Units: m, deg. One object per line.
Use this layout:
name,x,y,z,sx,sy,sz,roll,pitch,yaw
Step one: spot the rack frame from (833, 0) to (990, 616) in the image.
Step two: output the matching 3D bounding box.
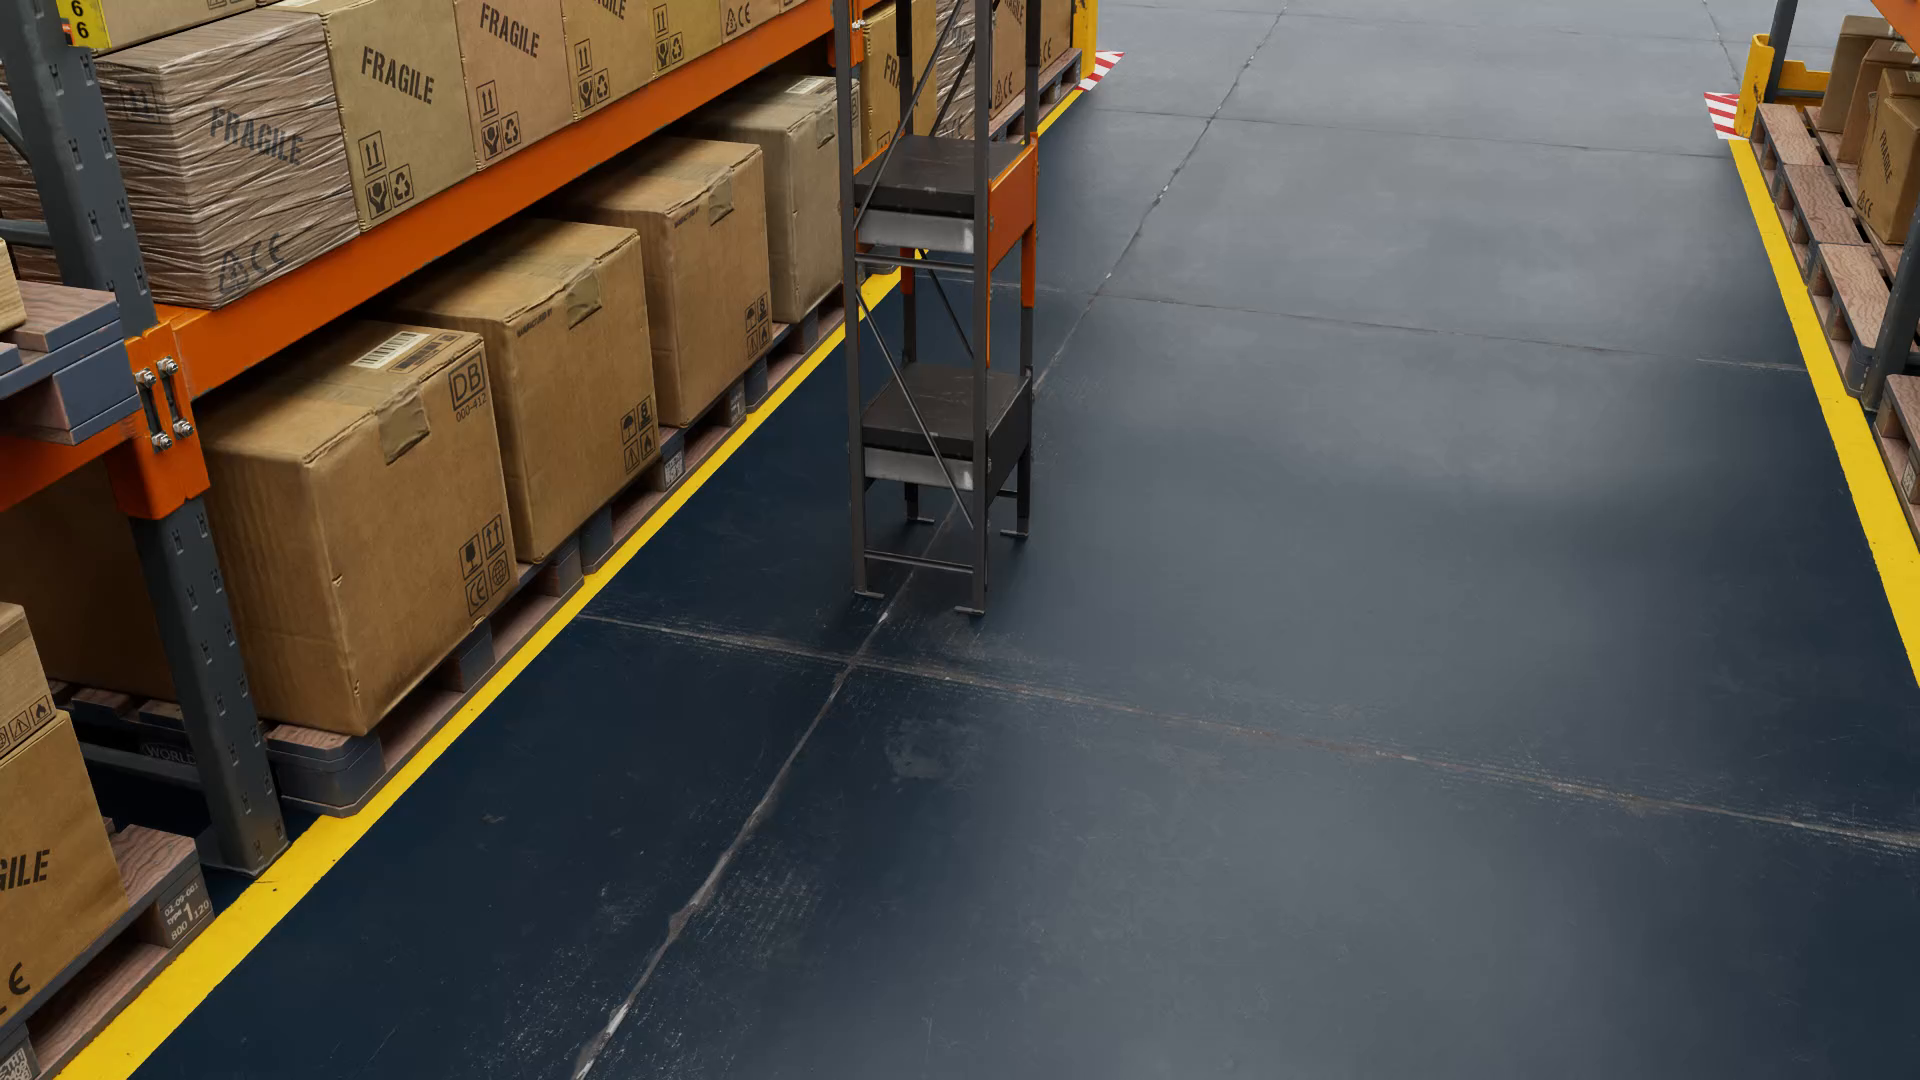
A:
rack frame,-0.120,-0.727,4.397,0.400,2.100,0.015,8,30,15

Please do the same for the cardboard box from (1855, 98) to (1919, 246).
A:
cardboard box,4.228,-1.569,7.124,0.500,0.500,0.500,6,30,10

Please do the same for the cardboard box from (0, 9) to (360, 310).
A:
cardboard box,-1.692,-0.840,3.571,0.500,0.500,0.500,9,30,15

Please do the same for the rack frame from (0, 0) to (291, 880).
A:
rack frame,-2.082,-0.626,3.290,1.000,3.000,0.127,8,30,15

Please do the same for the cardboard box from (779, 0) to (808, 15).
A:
cardboard box,-0.805,-2.248,6.103,0.500,0.500,0.500,8,30,15

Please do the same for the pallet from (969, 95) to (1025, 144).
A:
pallet,-0.254,-2.177,8.947,1.003,0.211,1.213,8,30,15

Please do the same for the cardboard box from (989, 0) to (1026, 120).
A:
cardboard box,-0.126,-2.865,9.069,0.875,0.875,0.875,8,30,14

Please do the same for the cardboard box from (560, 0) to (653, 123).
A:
cardboard box,-1.249,-1.542,4.834,0.500,0.500,0.500,8,30,14

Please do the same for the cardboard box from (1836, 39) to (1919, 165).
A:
cardboard box,4.636,-2.110,8.096,0.500,0.500,0.500,17,33,28

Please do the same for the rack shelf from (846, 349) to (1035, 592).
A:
rack shelf,-0.049,-0.217,4.948,0.431,0.518,0.480,8,30,15

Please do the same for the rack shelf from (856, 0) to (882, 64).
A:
rack shelf,-0.321,-3.100,8.477,1.077,0.370,4.000,8,30,15

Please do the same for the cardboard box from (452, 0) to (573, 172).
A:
cardboard box,-1.397,-1.311,4.418,0.500,0.500,0.500,8,30,15

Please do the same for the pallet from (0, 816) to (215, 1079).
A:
pallet,-2.313,0.955,3.315,1.003,0.211,1.213,8,30,15

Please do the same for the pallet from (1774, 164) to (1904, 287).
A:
pallet,4.324,-1.398,7.545,1.003,0.211,1.213,8,30,15

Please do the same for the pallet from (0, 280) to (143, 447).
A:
pallet,-2.189,-0.196,2.714,1.213,0.211,1.003,8,30,15

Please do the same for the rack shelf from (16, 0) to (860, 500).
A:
rack shelf,-1.495,-1.241,5.136,1.077,0.370,4.000,8,30,15

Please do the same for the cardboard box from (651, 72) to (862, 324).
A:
cardboard box,-1.004,-1.384,6.535,1.050,0.750,0.750,8,30,15

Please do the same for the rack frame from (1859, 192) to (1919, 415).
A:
rack frame,3.804,-1.730,5.275,1.000,3.000,0.127,8,30,15

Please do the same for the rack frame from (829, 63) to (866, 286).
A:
rack frame,-0.908,-2.485,6.632,1.000,3.000,0.127,8,30,15

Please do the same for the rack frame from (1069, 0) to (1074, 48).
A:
rack frame,0.266,-4.344,9.973,1.000,3.000,0.127,8,30,15

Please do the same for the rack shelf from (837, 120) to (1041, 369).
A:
rack shelf,-0.049,-0.829,4.608,0.431,0.518,0.480,8,30,15

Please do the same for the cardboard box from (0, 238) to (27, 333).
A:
cardboard box,-1.787,-0.405,2.719,0.380,0.149,0.250,9,30,16

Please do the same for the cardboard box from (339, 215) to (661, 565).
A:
cardboard box,-1.564,-0.503,4.952,1.050,0.750,0.750,9,30,16

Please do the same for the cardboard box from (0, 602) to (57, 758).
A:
cardboard box,-2.032,0.310,2.975,0.500,0.250,0.500,8,30,14

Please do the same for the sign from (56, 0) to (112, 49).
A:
sign,-1.560,-1.024,2.896,0.100,0.325,0.005,8,30,15

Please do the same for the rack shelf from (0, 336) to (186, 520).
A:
rack shelf,-2.669,0.618,1.794,1.077,0.370,4.000,8,30,15

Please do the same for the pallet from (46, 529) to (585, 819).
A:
pallet,-1.778,0.237,4.607,1.003,0.211,1.213,8,30,15

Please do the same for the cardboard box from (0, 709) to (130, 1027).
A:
cardboard box,-2.025,0.626,3.179,0.500,0.500,0.500,8,30,15

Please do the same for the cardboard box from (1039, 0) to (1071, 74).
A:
cardboard box,0.130,-3.274,9.804,0.875,0.875,0.875,9,30,15

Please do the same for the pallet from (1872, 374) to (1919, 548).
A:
pallet,3.577,-0.150,5.302,1.003,0.211,1.213,8,30,15

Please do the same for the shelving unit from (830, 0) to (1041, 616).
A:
shelving unit,-0.049,-0.841,4.601,0.431,2.100,0.503,8,30,15

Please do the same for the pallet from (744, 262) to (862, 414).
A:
pallet,-1.062,-0.897,6.646,1.003,0.211,1.213,8,30,15

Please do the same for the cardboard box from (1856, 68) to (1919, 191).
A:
cardboard box,4.434,-1.822,7.578,0.500,0.500,0.500,11,31,20

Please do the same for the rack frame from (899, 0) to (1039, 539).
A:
rack frame,0.023,-0.954,4.805,0.400,2.100,0.015,8,30,15

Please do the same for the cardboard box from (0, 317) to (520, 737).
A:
cardboard box,-1.817,-0.097,4.220,1.050,0.750,0.750,8,30,14

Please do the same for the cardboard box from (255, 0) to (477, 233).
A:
cardboard box,-1.546,-1.077,3.997,0.500,0.500,0.500,8,30,14

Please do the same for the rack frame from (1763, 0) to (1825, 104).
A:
rack frame,4.978,-3.589,8.616,1.000,3.000,0.127,8,30,15

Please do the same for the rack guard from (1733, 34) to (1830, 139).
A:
rack guard,4.956,-2.462,9.161,1.175,0.500,0.348,8,30,15

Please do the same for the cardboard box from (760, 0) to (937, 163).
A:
cardboard box,-0.656,-2.022,7.553,0.875,0.875,0.875,9,30,16

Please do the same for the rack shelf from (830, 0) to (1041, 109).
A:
rack shelf,-0.049,-1.440,4.268,0.431,0.518,0.480,8,30,15

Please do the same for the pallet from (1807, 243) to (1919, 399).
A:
pallet,3.967,-0.829,6.523,1.003,0.211,1.213,8,30,15

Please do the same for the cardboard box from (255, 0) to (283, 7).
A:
cardboard box,-1.793,-1.549,3.818,0.700,0.500,0.500,8,30,14

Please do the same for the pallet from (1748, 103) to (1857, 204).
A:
pallet,4.684,-1.963,8.561,1.003,0.211,1.213,8,30,15

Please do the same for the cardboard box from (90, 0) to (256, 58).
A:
cardboard box,-1.941,-1.314,3.395,0.700,0.500,0.500,8,30,15

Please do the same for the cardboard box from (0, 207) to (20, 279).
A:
cardboard box,-2.206,-0.917,3.711,0.500,0.500,0.500,8,30,15

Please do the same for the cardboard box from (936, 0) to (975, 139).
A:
cardboard box,-0.395,-2.442,8.307,0.875,0.875,0.875,9,30,15

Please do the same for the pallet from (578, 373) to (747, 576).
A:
pallet,-1.419,-0.328,5.623,1.003,0.211,1.213,8,30,15

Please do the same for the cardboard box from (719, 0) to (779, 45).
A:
cardboard box,-0.954,-2.013,5.681,0.500,0.500,0.500,8,30,14

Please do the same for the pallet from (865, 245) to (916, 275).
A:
pallet,-0.610,-1.609,7.925,1.003,0.211,1.213,8,30,15

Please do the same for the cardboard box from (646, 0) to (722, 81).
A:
cardboard box,-1.102,-1.778,5.258,0.500,0.500,0.500,9,30,15

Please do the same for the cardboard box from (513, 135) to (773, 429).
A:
cardboard box,-1.291,-0.936,5.730,1.050,0.750,0.750,8,30,15

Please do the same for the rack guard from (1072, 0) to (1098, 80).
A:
rack guard,0.273,-3.263,10.601,1.175,0.500,0.348,8,30,15

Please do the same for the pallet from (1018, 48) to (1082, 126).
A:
pallet,0.106,-2.743,9.963,1.003,0.211,1.213,8,30,15

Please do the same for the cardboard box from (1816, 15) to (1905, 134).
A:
cardboard box,4.779,-2.393,8.605,0.500,0.500,0.500,14,32,24
